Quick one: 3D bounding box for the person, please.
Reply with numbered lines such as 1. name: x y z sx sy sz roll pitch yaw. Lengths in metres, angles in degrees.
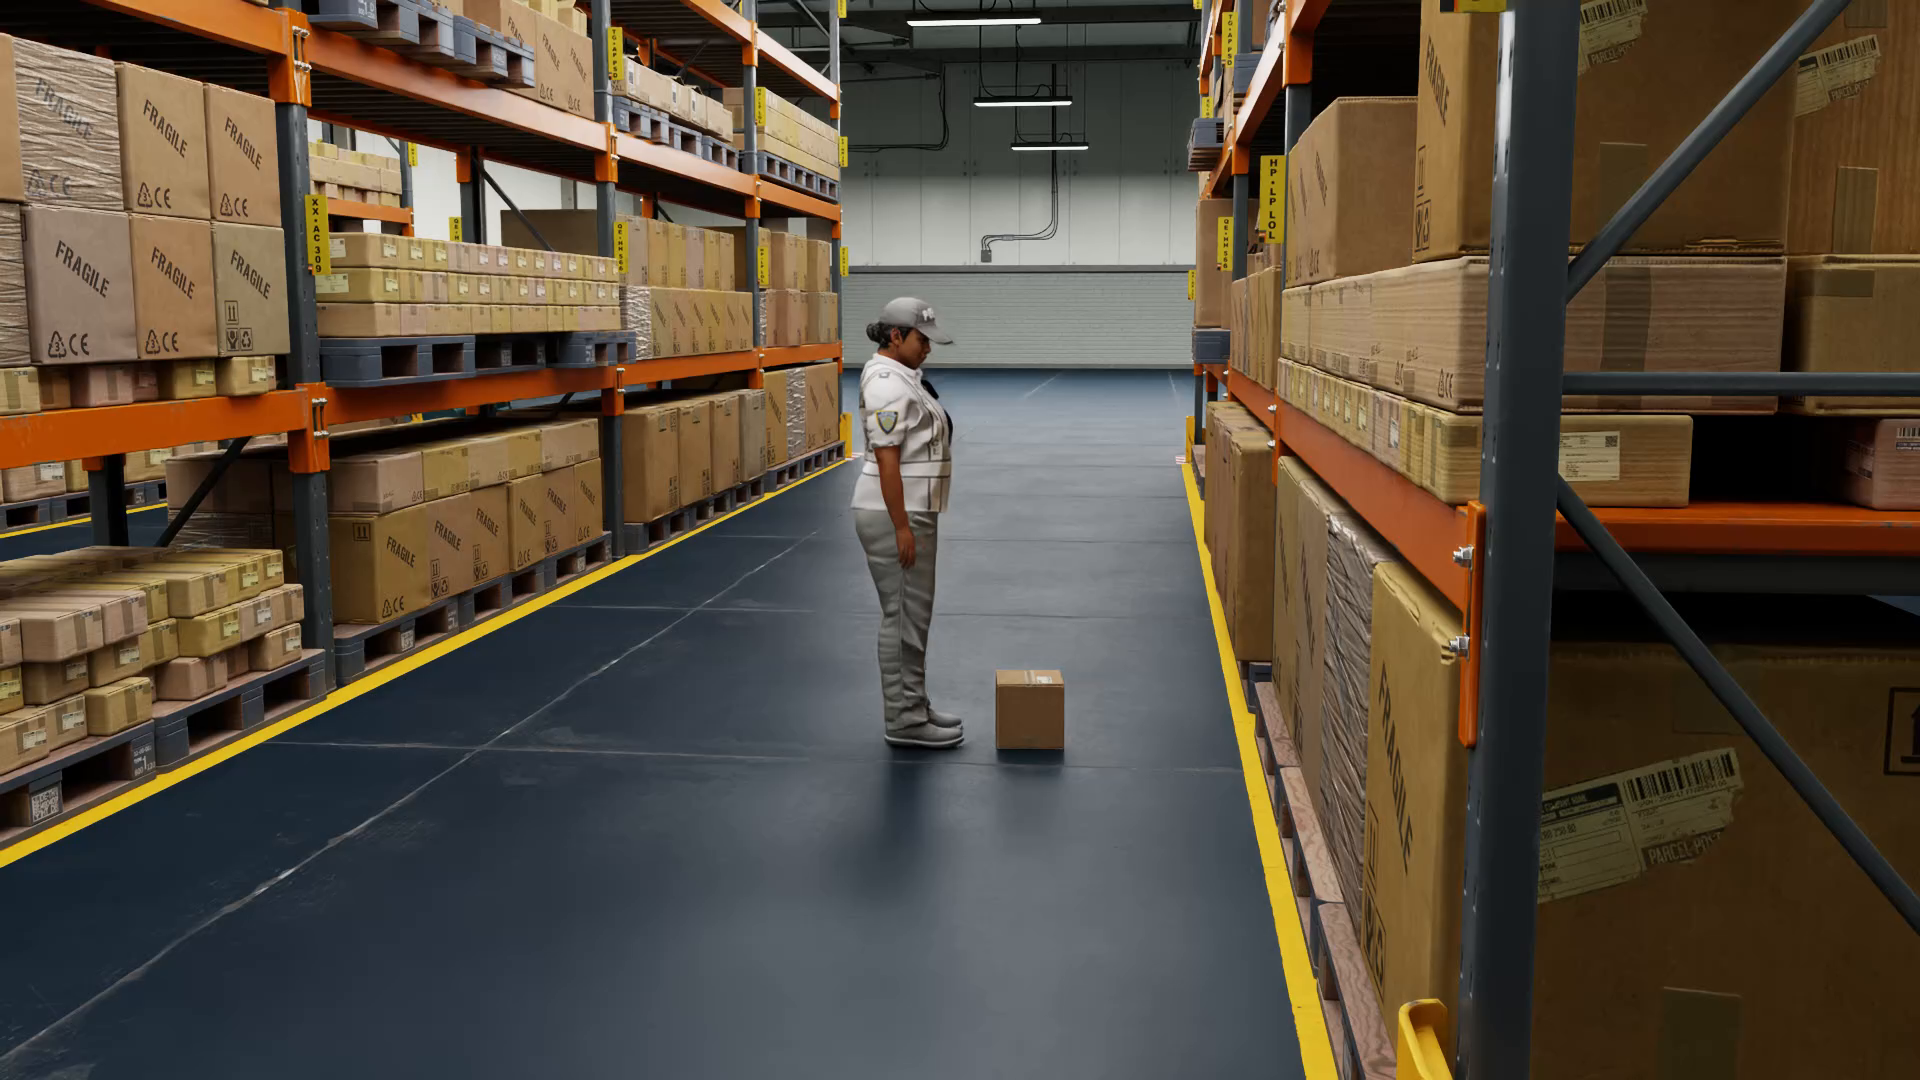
1. person: -0.195 -0.065 6.214 0.424 1.670 0.481 0 8 0
